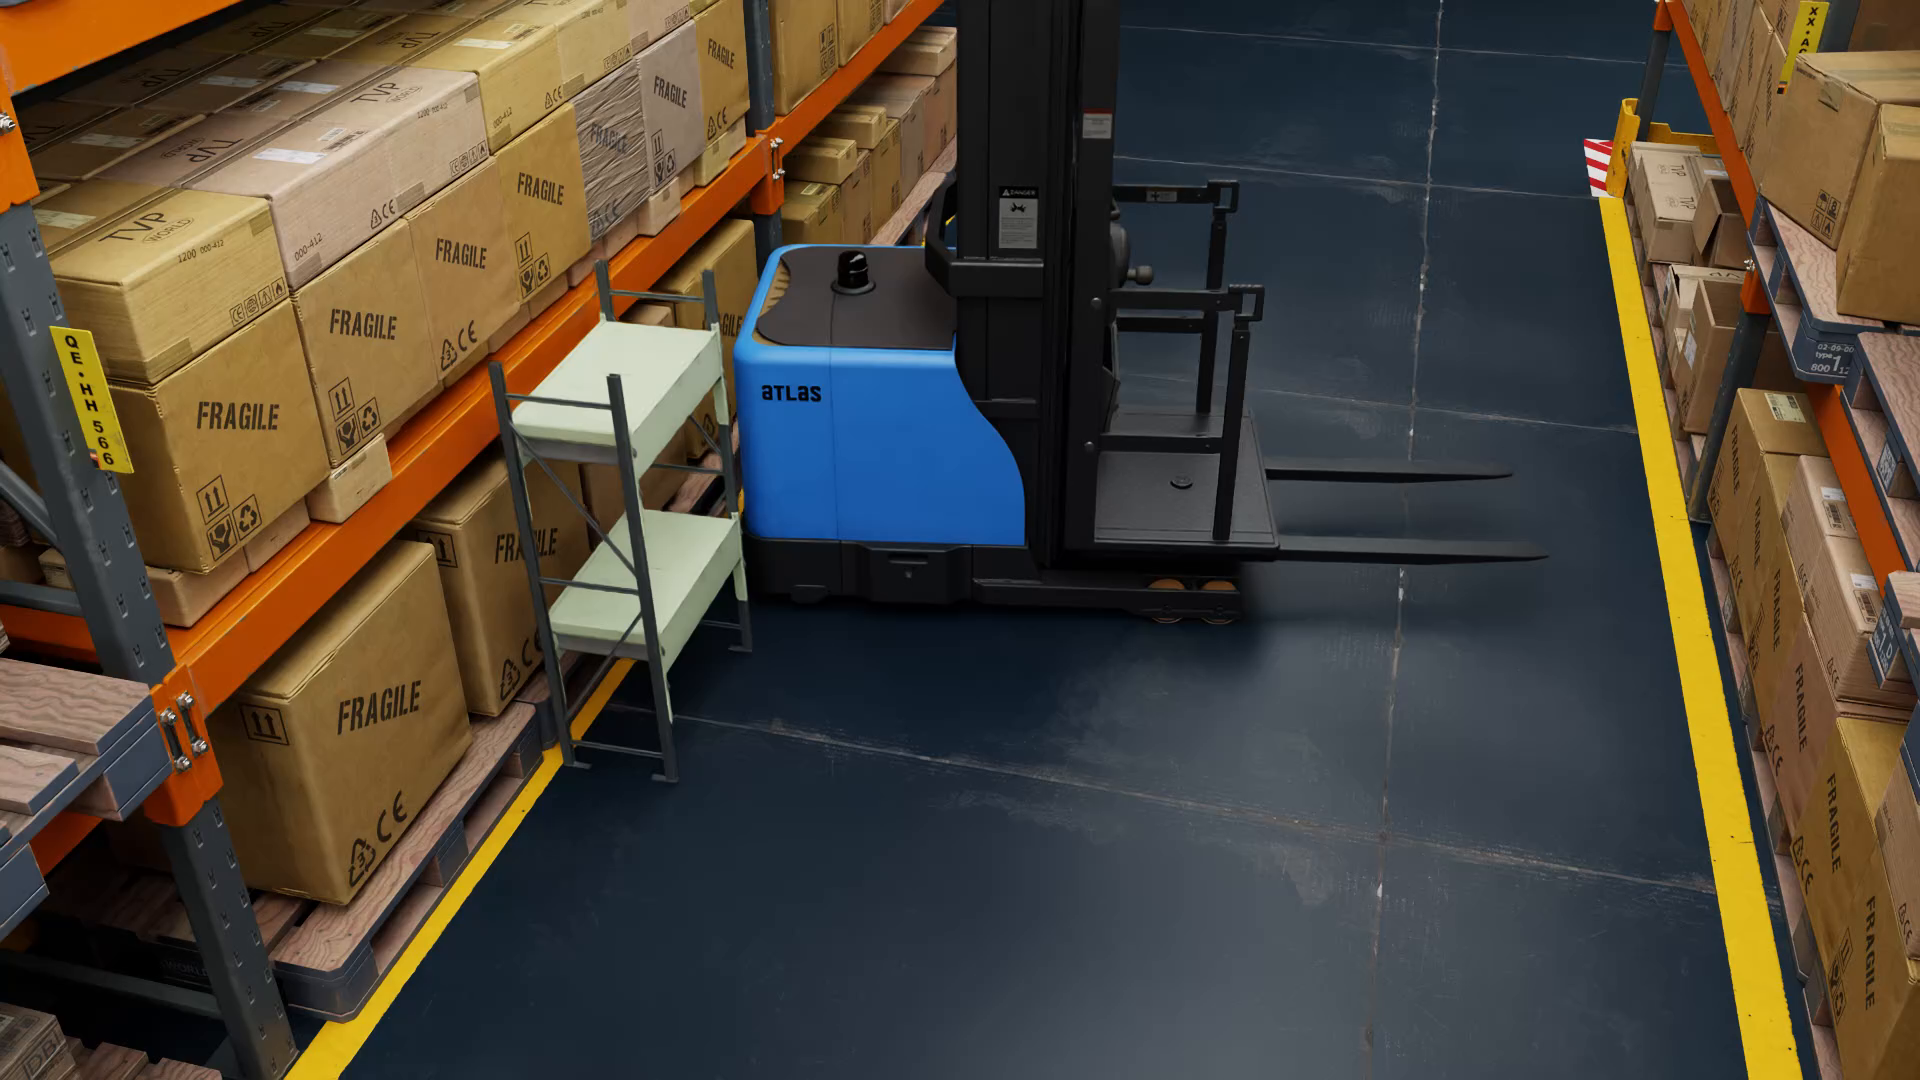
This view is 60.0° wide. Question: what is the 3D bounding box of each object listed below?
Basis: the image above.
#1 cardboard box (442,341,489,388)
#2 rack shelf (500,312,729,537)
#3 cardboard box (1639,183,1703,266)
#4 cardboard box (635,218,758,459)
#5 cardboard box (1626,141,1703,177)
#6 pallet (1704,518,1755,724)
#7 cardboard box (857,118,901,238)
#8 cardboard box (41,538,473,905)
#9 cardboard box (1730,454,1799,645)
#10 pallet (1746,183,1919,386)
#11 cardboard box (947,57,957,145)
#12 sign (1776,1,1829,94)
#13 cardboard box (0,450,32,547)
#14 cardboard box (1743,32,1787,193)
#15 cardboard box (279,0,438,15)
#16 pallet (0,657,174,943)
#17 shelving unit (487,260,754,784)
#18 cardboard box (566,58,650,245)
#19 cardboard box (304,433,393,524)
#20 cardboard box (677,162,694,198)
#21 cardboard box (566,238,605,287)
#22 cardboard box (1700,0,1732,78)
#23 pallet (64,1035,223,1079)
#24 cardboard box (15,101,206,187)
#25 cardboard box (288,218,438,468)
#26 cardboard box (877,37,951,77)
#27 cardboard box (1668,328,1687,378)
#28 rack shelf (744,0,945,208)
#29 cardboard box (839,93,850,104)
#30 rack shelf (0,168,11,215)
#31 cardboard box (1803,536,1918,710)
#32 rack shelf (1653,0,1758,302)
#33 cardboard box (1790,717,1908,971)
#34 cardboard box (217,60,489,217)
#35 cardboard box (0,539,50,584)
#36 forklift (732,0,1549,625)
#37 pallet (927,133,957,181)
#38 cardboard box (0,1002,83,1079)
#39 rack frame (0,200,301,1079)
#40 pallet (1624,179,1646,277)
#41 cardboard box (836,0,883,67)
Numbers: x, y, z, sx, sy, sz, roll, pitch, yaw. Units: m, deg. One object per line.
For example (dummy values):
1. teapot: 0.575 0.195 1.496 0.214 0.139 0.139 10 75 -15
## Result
1. cardboard box: -1.693 -0.609 5.128 0.380 0.149 0.250 9 33 13
2. rack shelf: -1.058 -0.377 5.202 0.431 0.370 0.720 7 34 12
3. cardboard box: 3.857 -1.638 8.684 0.500 0.250 0.500 8 33 12
4. cardboard box: -1.324 -0.887 6.962 0.750 0.750 0.750 8 33 13
5. cardboard box: 4.084 -2.187 9.642 0.380 0.149 0.250 8 33 12
6. pallet: 3.338 0.305 6.074 1.003 0.211 1.213 8 33 12
7. cardboard box: -0.733 -1.995 9.030 0.700 0.500 0.500 9 33 14
8. cardboard box: -1.986 0.470 4.827 0.750 0.750 0.750 8 33 12
9. cardboard box: 3.025 0.066 5.770 0.500 0.500 0.500 8 33 13
10. pallet: 3.199 -0.819 5.421 1.003 0.211 1.213 8 33 12
11. cardboard box: -0.351 -2.793 10.286 0.700 0.500 0.500 8 33 12
12. sign: 2.981 -1.735 5.876 0.100 0.325 0.005 8 33 12
13. cardboard box: -2.435 -0.353 4.121 0.500 0.500 0.500 8 33 13
14. cardboard box: 3.386 -1.636 6.434 0.500 0.500 0.500 9 33 13
15. cardboard box: -1.902 -1.728 5.584 0.500 0.250 0.500 7 33 11
16. pallet: -2.378 0.569 3.238 1.213 0.211 1.003 8 33 12
17. shelving unit: -1.052 -0.050 5.414 0.431 1.500 0.755 7 34 12
18. cardboard box: -1.414 -1.349 5.686 0.500 0.500 0.500 8 33 12
19. cardboard box: -1.771 -0.194 4.475 0.380 0.149 0.250 9 34 14
20. cardboard box: -1.247 -1.398 6.369 0.380 0.149 0.250 9 34 14
21. cardboard box: -1.462 -1.007 5.754 0.380 0.149 0.250 7 33 11
22. cardboard box: 3.771 -2.435 7.692 0.500 0.500 0.500 8 33 13
23. pallet: -2.500 1.686 3.901 1.003 0.211 1.213 8 33 12
24. cardboard box: -2.301 -0.928 4.325 0.500 0.250 0.500 7 33 11
25. cardboard box: -1.787 -0.560 4.446 0.500 0.500 0.500 9 34 14
26. cardboard box: -0.271 -2.843 9.760 0.380 0.149 0.250 9 34 14
27. cardboard box: 3.415 -0.819 7.490 0.380 0.149 0.250 8 33 12
28. rack shelf: -0.777 -2.706 8.882 1.077 0.370 4.000 8 33 12
29. cardboard box: -0.832 -2.501 9.222 0.380 0.149 0.250 8 33 13
30. rack shelf: -2.808 0.179 1.547 1.077 0.370 4.000 8 33 12
31. cardboard box: 2.769 0.250 4.781 0.500 0.250 0.500 7 33 11
32. rack shelf: 4.015 -2.034 7.824 1.077 0.370 4.000 8 33 12
33. cardboard box: 2.634 0.860 4.522 0.500 0.500 0.500 7 33 11
34. cardboard box: -1.677 -1.128 4.641 0.500 0.250 0.500 8 33 13
35. cardboard box: -2.465 -0.003 4.174 0.380 0.149 0.250 9 33 13
36. forklift: 0.719 -1.212 5.925 3.031 2.935 1.130 2 32 3
37. pallet: -0.397 -2.445 10.400 1.003 0.211 1.213 8 33 12
38. cardboard box: -2.432 1.354 3.745 0.700 0.500 0.500 8 33 13
39. rack frame: -2.300 0.104 3.791 1.000 3.000 0.127 8 33 12
40. pallet: 4.302 -1.745 9.298 1.003 0.211 1.213 8 33 12
41. cardboard box: -0.941 -2.756 8.010 0.980 0.700 0.700 7 33 11
